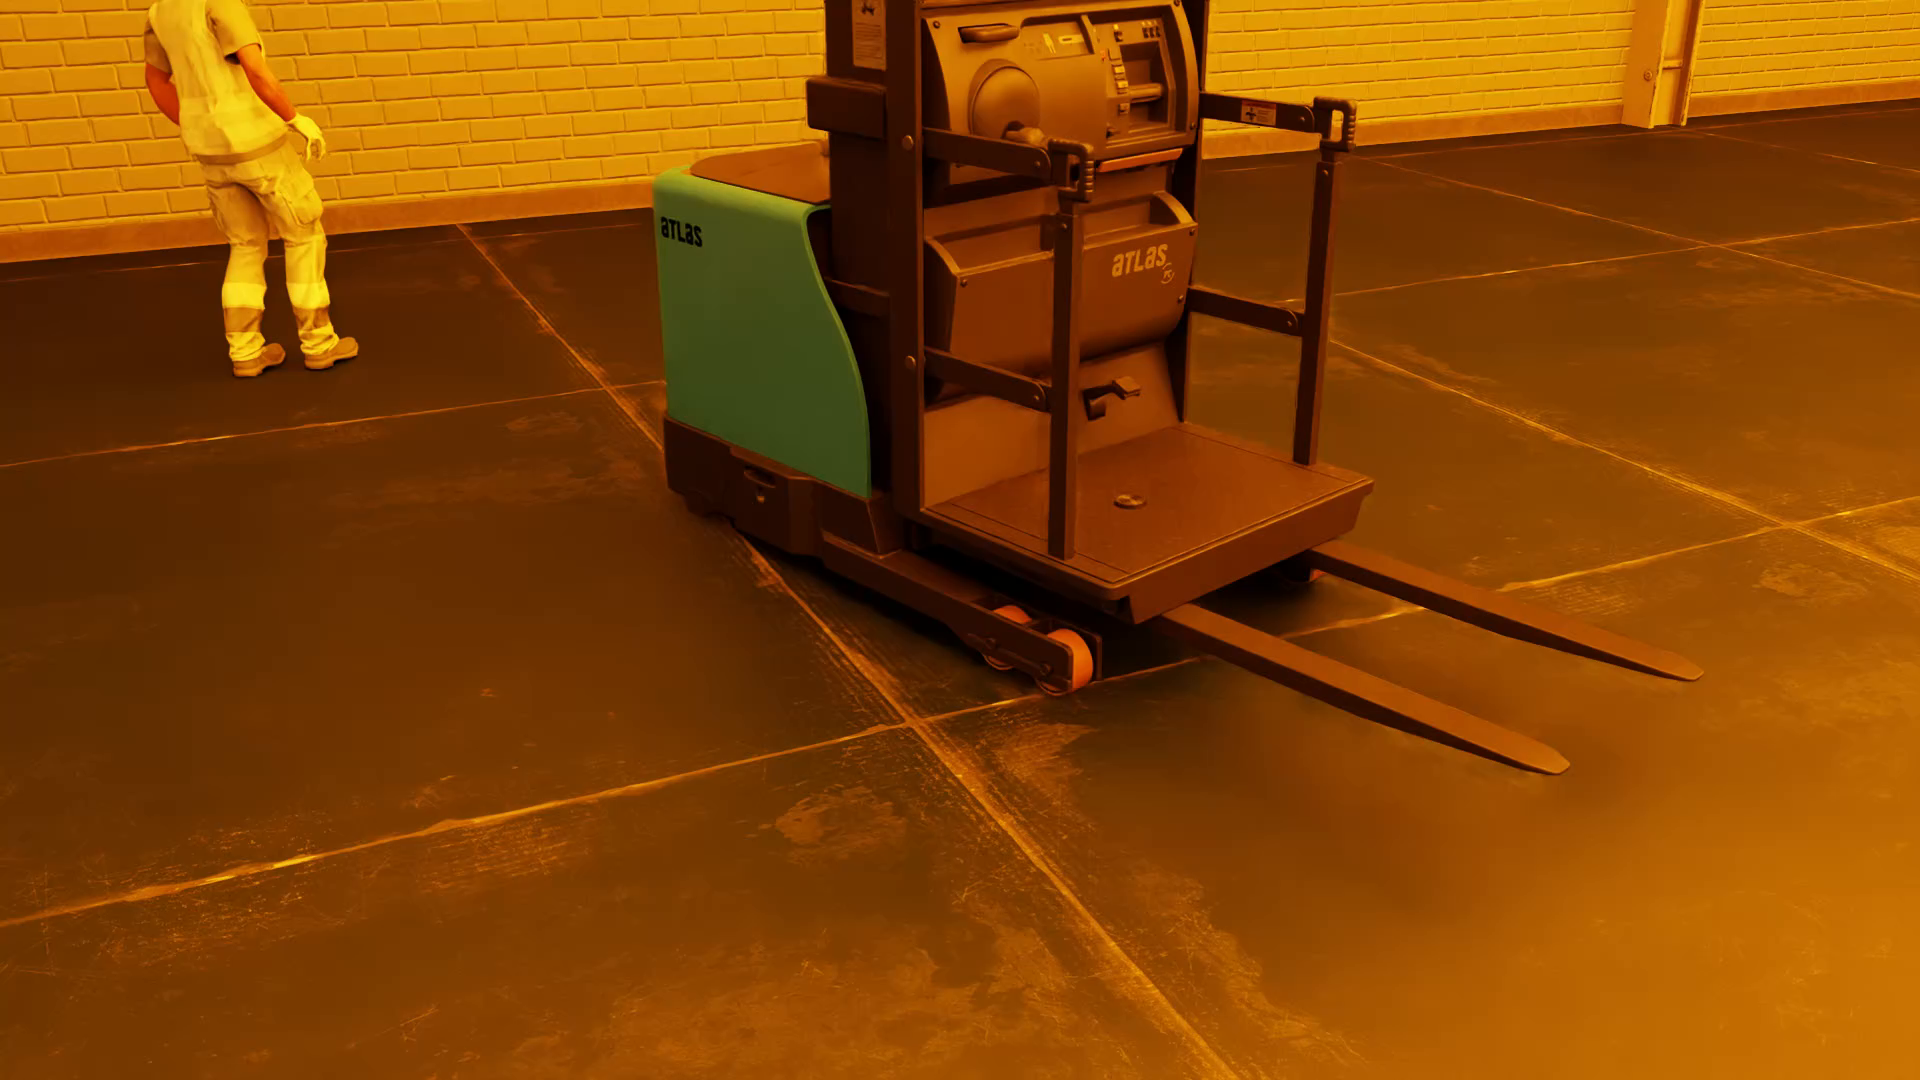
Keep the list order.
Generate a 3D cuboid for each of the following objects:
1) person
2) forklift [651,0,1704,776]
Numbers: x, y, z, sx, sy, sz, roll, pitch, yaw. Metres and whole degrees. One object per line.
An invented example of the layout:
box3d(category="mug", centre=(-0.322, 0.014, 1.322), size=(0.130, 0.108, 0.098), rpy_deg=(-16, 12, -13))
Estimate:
box3d(category="person", centre=(-2.779, -1.541, 6.524), size=(0.757, 1.761, 0.506), rpy_deg=(9, 24, 21))
box3d(category="forklift", centre=(0.428, -1.184, 4.136), size=(1.130, 2.935, 3.031), rpy_deg=(-20, 30, -39))
